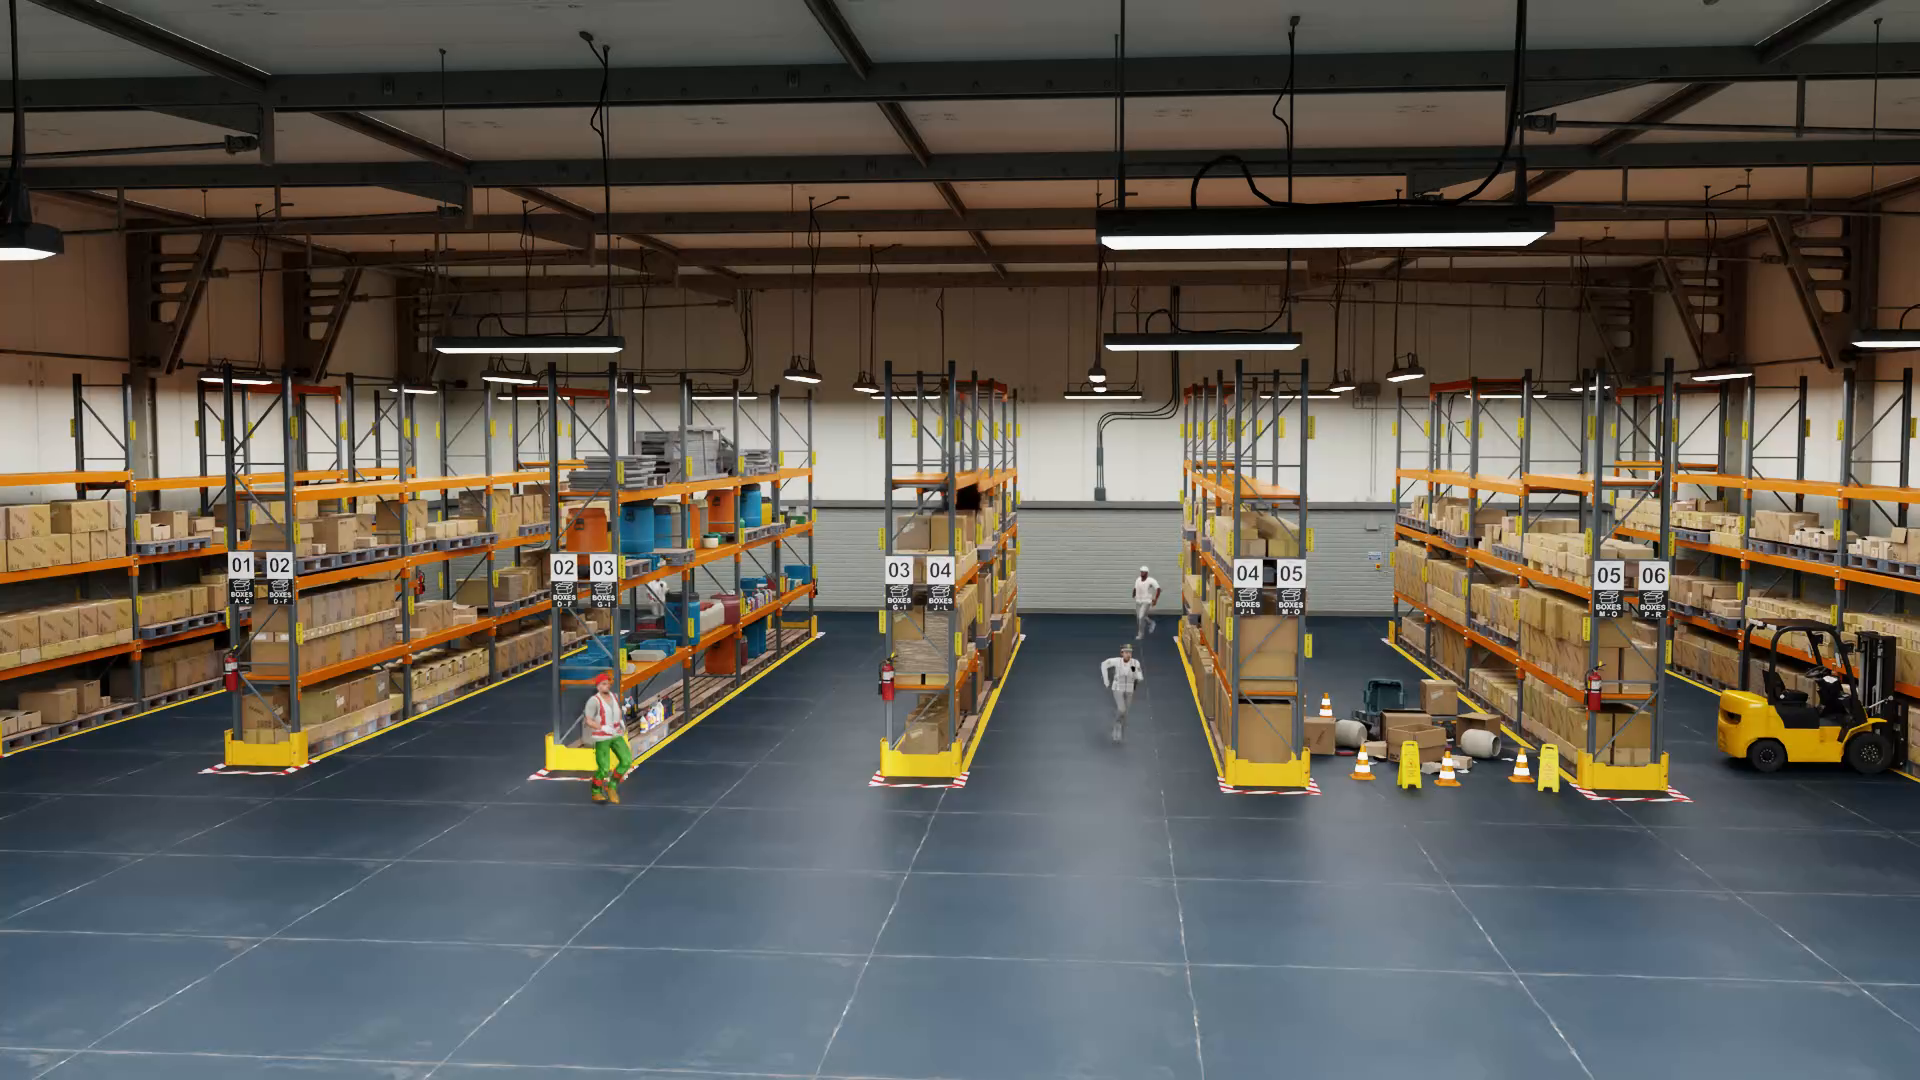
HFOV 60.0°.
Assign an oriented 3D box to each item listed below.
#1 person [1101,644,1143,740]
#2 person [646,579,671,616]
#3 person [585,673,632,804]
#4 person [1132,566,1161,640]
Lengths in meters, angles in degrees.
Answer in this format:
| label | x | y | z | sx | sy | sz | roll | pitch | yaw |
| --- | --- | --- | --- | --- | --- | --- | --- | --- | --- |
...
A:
| label | x | y | z | sx | sy | sz | roll | pitch | yaw |
| --- | --- | --- | --- | --- | --- | --- | --- | --- | --- |
| person | 2.599 | 2.432 | 26.557 | 0.599 | 1.608 | 0.805 | -1 | 4 | -14 |
| person | -7.325 | 1.530 | 40.369 | 0.580 | 1.639 | 0.525 | 0 | 4 | -6 |
| person | -4.702 | 2.659 | 22.272 | 0.671 | 1.759 | 0.671 | 3 | 5 | 43 |
| person | 4.470 | 1.508 | 40.133 | 0.784 | 1.758 | 0.739 | -3 | 5 | -41 |
